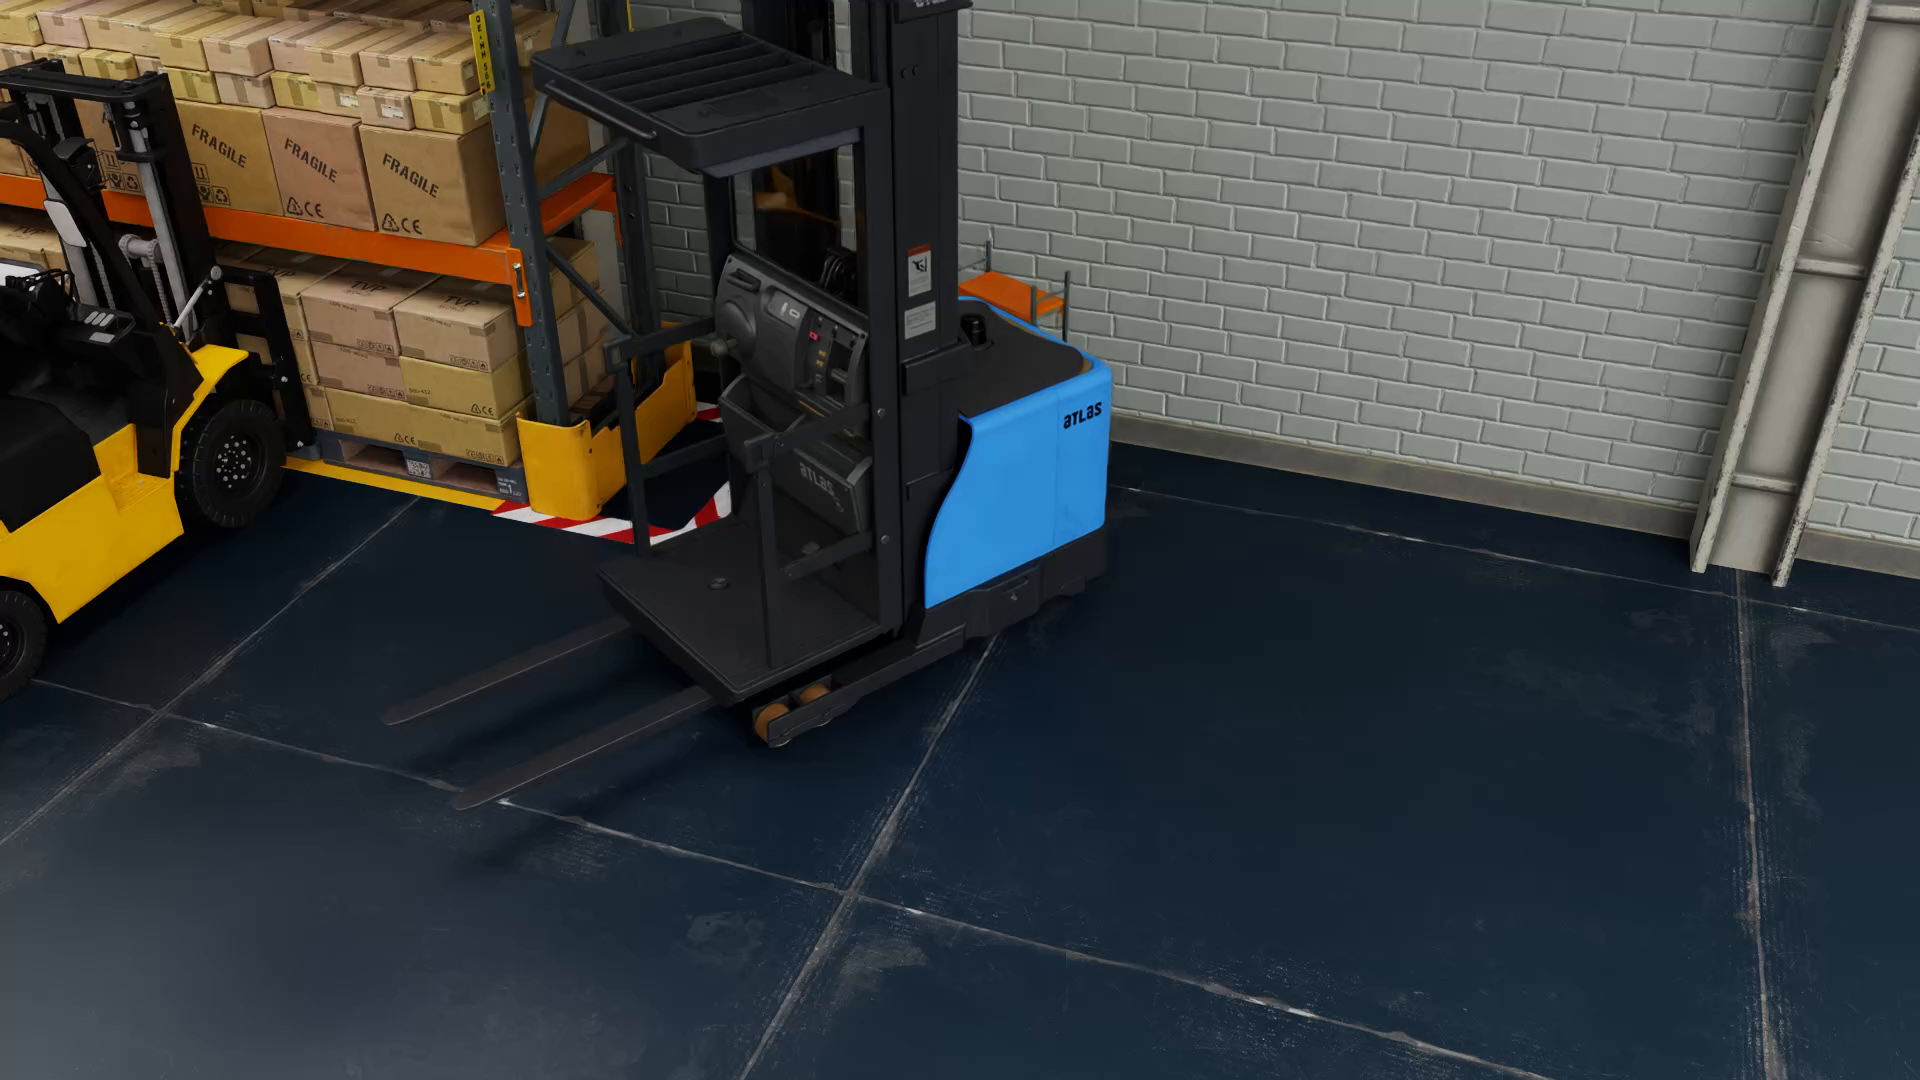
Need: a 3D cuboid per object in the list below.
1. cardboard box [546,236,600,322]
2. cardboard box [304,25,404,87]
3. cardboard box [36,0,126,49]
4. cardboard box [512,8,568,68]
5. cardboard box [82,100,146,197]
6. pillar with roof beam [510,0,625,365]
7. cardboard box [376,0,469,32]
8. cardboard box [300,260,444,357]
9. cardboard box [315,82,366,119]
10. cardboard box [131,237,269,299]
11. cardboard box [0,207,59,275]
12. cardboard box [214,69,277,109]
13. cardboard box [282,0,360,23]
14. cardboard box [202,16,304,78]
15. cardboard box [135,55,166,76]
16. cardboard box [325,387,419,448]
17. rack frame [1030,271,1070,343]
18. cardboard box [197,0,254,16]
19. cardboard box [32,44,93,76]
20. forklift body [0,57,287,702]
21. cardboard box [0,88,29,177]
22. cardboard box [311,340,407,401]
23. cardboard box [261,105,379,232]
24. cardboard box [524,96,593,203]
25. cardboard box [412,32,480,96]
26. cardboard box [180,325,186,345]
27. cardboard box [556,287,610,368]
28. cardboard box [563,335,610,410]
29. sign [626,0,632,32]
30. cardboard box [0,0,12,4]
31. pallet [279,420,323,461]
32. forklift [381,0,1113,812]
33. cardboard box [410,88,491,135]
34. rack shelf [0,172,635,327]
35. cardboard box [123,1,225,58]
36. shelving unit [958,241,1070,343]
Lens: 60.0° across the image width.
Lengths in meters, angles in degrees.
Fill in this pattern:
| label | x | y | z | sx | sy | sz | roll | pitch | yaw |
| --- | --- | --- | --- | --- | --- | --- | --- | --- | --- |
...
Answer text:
| label | x | y | z | sx | sy | sz | roll | pitch | yaw |
| --- | --- | --- | --- | --- | --- | --- | --- | --- | --- |
| cardboard box | -2.136 | -1.300 | 8.224 | 0.500 | 0.250 | 0.500 | 10 | 34 | 16 |
| cardboard box | -2.654 | -2.135 | 7.326 | 0.250 | 0.149 | 0.380 | 12 | 35 | 18 |
| cardboard box | -4.073 | -2.440 | 7.800 | 0.250 | 0.149 | 0.380 | 11 | 34 | 16 |
| cardboard box | -1.991 | -2.284 | 7.558 | 0.250 | 0.149 | 0.380 | 10 | 34 | 16 |
| cardboard box | -3.744 | -1.952 | 7.915 | 0.500 | 0.500 | 0.500 | 11 | 35 | 17 |
| pillar with roof beam | -3.551 | -2.584 | 3.456 | 0.400 | 9.000 | 9.100 | 11 | 34 | 16 |
| cardboard box | -2.480 | -2.390 | 7.722 | 0.250 | 0.149 | 0.380 | 12 | 35 | 17 |
| cardboard box | -2.769 | -1.131 | 7.962 | 0.500 | 0.250 | 0.500 | 12 | 35 | 17 |
| cardboard box | -2.643 | -2.019 | 7.422 | 0.250 | 0.149 | 0.380 | 12 | 35 | 17 |
| cardboard box | -3.722 | -1.315 | 8.247 | 0.500 | 0.250 | 0.500 | 10 | 34 | 15 |
| cardboard box | -4.685 | -1.500 | 8.533 | 0.500 | 0.250 | 0.500 | 11 | 34 | 17 |
| cardboard box | -3.139 | -2.095 | 7.539 | 0.250 | 0.149 | 0.380 | 10 | 34 | 15 |
| cardboard box | -2.964 | -2.479 | 7.859 | 0.250 | 0.149 | 0.380 | 12 | 35 | 18 |
| cardboard box | -3.146 | -2.209 | 7.442 | 0.250 | 0.149 | 0.380 | 12 | 35 | 18 |
| cardboard box | -3.589 | -2.223 | 7.737 | 0.250 | 0.149 | 0.380 | 11 | 34 | 16 |
| cardboard box | -2.761 | -0.716 | 8.241 | 0.500 | 0.250 | 0.500 | 11 | 34 | 16 |
| rack frame | 0.399 | -0.644 | 7.641 | 0.015 | 1.200 | 0.240 | 28 | 42 | 36 |
| cardboard box | -3.438 | -2.582 | 8.019 | 0.250 | 0.149 | 0.380 | 11 | 34 | 17 |
| cardboard box | -4.106 | -2.279 | 7.824 | 0.250 | 0.149 | 0.380 | 10 | 34 | 15 |
| forklift body | -4.148 | -0.733 | 6.902 | 1.214 | 2.155 | 2.313 | 11 | 34 | 16 |
| cardboard box | -4.687 | -2.147 | 8.217 | 0.500 | 0.500 | 0.500 | 12 | 35 | 17 |
| cardboard box | -2.780 | -0.932 | 8.115 | 0.500 | 0.250 | 0.500 | 11 | 34 | 16 |
| cardboard box | -2.785 | -1.772 | 7.636 | 0.500 | 0.500 | 0.500 | 12 | 35 | 18 |
| cardboard box | -2.120 | -1.948 | 7.910 | 0.500 | 0.500 | 0.500 | 12 | 35 | 18 |
| cardboard box | -2.156 | -2.071 | 7.228 | 0.250 | 0.149 | 0.380 | 11 | 34 | 17 |
| cardboard box | -3.742 | -1.109 | 8.389 | 0.500 | 0.250 | 0.500 | 11 | 34 | 16 |
| cardboard box | -2.120 | -1.097 | 8.371 | 0.500 | 0.250 | 0.500 | 12 | 35 | 17 |
| cardboard box | -2.144 | -0.885 | 8.503 | 0.500 | 0.250 | 0.500 | 11 | 34 | 17 |
| sign | -1.555 | -2.353 | 7.758 | 0.005 | 0.325 | 0.100 | 11 | 34 | 16 |
| cardboard box | -4.585 | -2.492 | 7.880 | 0.250 | 0.149 | 0.380 | 12 | 35 | 18 |
| pallet | -3.626 | -0.845 | 8.864 | 1.213 | 0.211 | 1.003 | 11 | 34 | 16 |
| forklift | -0.811 | -0.748 | 6.206 | 3.031 | 2.935 | 1.130 | -24 | 40 | -32 |
| cardboard box | -2.168 | -1.909 | 7.251 | 0.250 | 0.149 | 0.380 | 12 | 35 | 17 |
| rack shelf | -3.630 | -1.738 | 8.339 | 4.000 | 0.370 | 1.077 | 11 | 34 | 16 |
| cardboard box | -3.602 | -2.349 | 7.658 | 0.250 | 0.149 | 0.380 | 12 | 35 | 17 |
| shelving unit | 0.226 | -0.738 | 7.786 | 0.503 | 1.200 | 0.258 | 28 | 42 | 36 |
